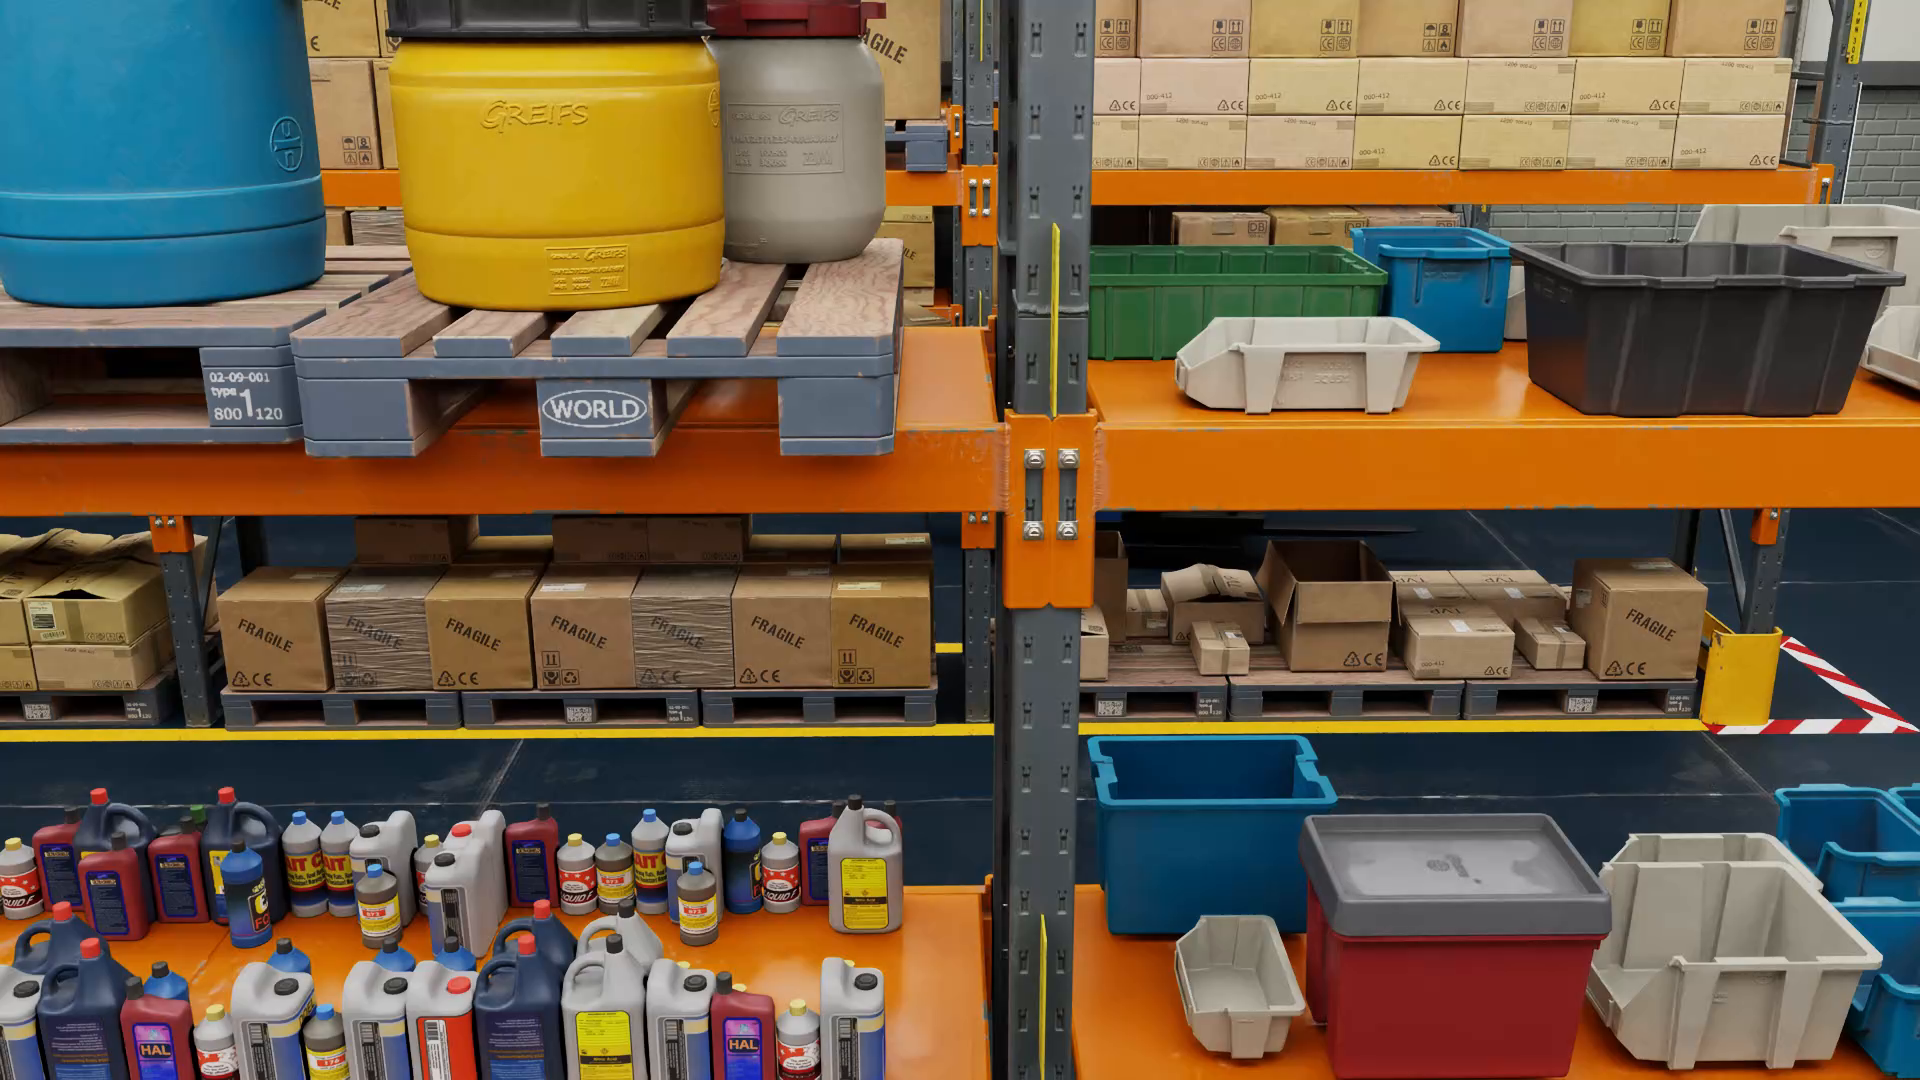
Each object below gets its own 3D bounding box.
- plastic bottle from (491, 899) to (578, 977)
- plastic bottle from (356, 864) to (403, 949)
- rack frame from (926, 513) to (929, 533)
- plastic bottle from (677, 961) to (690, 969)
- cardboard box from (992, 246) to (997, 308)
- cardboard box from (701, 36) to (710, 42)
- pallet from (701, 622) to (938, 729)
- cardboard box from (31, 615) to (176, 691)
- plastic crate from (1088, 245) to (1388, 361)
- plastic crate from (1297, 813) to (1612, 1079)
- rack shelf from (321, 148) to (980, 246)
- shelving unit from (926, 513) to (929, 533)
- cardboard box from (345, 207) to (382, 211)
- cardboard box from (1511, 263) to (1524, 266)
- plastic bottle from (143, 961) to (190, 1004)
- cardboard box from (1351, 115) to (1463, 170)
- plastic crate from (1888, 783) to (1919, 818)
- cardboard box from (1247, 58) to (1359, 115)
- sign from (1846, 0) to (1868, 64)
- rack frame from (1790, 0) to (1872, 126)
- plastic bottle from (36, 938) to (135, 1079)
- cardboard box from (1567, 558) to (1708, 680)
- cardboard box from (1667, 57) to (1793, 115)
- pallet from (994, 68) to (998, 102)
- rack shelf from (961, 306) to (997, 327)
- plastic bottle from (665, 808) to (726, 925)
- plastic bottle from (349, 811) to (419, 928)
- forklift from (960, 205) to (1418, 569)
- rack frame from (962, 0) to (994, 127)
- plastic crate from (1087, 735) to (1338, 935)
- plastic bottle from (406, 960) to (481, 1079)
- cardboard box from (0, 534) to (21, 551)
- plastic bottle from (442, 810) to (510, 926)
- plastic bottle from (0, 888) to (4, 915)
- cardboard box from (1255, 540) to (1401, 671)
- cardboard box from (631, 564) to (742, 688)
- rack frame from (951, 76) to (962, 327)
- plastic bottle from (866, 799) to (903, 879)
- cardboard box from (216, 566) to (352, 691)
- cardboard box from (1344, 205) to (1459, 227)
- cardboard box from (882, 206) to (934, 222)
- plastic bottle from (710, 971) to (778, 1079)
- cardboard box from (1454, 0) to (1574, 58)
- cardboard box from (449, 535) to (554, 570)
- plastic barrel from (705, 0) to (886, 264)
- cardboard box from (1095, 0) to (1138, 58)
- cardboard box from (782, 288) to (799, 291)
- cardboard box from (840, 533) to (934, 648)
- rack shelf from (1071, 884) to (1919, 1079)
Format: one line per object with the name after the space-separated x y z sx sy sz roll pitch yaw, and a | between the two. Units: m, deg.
-0.943 0.966 3.707 0.185 0.351 0.144 0 18 -1 | plastic bottle
-1.448 0.905 4.141 0.097 0.201 0.097 0 18 0 | plastic bottle
-0.228 -0.507 11.409 0.008 1.050 0.200 1 18 3 | rack frame
-0.616 1.040 3.720 0.097 0.201 0.097 0 18 0 | plastic bottle
0.545 -2.285 13.270 0.700 0.700 0.980 0 18 0 | cardboard box
-1.089 -2.365 8.085 0.600 0.600 0.600 0 18 -1 | cardboard box
-0.729 0.711 8.984 1.213 0.211 1.003 0 18 -1 | pallet
-4.438 0.574 8.662 0.500 0.250 0.500 0 18 0 | cardboard box
0.577 -0.541 3.759 0.662 0.188 0.450 0 18 -1 | plastic crate
1.055 0.894 3.646 0.583 0.464 0.402 0 18 -1 | plastic crate
-1.916 -1.708 8.228 4.000 0.370 1.077 0 18 -1 | rack shelf
-0.106 -0.505 11.403 0.252 1.050 0.215 1 18 3 | shelving unit
-4.663 -2.675 13.028 0.250 0.149 0.380 -3 18 -10 | cardboard box
2.619 -1.082 8.210 0.500 0.500 0.500 0 18 1 | cardboard box
-1.716 1.040 3.606 0.097 0.271 0.097 0 18 0 | plastic bottle
2.074 -1.922 7.964 0.500 0.250 0.500 0 18 -1 | cardboard box
2.589 0.820 4.257 0.300 0.233 0.416 0 18 -1 | plastic crate
1.574 -2.155 7.871 0.500 0.250 0.500 0 18 -1 | cardboard box
4.072 -2.331 7.545 0.005 0.325 0.100 0 18 -1 | sign
4.083 -3.508 7.750 0.127 3.000 1.000 0 18 -1 | rack frame
-1.857 1.014 3.556 0.185 0.351 0.144 0 18 -1 | plastic bottle
3.544 0.407 8.739 0.500 0.500 0.500 0 18 -1 | cardboard box
3.574 -2.166 7.905 0.500 0.250 0.500 0 18 -1 | cardboard box
0.820 -3.532 12.881 1.213 0.211 1.003 0 18 -1 | pallet
2.002 -1.812 13.463 4.000 0.370 1.077 0 18 -1 | rack shelf
-0.676 0.828 4.260 0.135 0.276 0.152 0 18 -1 | plastic bottle
-1.468 0.832 4.248 0.135 0.276 0.152 0 18 -1 | plastic bottle
1.539 -1.369 11.018 3.031 2.935 1.130 1 18 3 | forklift
0.084 -3.488 7.690 0.127 3.000 1.000 0 18 -1 | rack frame
0.620 0.754 4.215 0.575 0.384 0.392 0 18 -1 | plastic crate
-1.100 1.045 3.583 0.135 0.276 0.152 0 18 -1 | plastic bottle
-5.479 0.149 9.067 0.500 0.311 0.500 -1 18 -2 | cardboard box
-1.236 0.830 4.251 0.135 0.276 0.152 0 18 -1 | plastic bottle
-2.513 0.864 4.270 0.097 0.201 0.097 0 18 0 | plastic bottle
1.962 0.337 8.954 0.637 0.503 0.797 0 18 -1 | cardboard box
-1.401 0.441 8.634 0.500 0.500 0.500 0 18 0 | cardboard box
0.002 -2.145 13.323 0.127 3.000 1.000 0 18 -1 | rack frame
-0.215 0.808 4.309 0.133 0.283 0.061 0 18 -1 | plastic bottle
-3.456 0.453 8.596 0.500 0.500 0.500 0 18 1 | cardboard box
3.492 -2.301 13.320 0.700 0.700 0.980 1 18 2 | cardboard box
-0.461 -2.620 12.894 0.500 0.250 0.500 0 18 0 | cardboard box
-0.461 1.052 3.548 0.133 0.283 0.061 0 18 -1 | plastic bottle
2.570 -2.584 7.981 0.500 0.500 0.700 0 18 -1 | cardboard box
-2.467 0.290 9.106 0.500 0.500 0.500 -1 18 -3 | cardboard box
-0.372 -0.886 3.578 0.433 0.535 0.433 0 18 0 | plastic barrel
0.569 -2.598 8.024 0.500 0.500 0.700 0 18 -1 | cardboard box
-1.352 -1.951 13.096 0.250 0.149 0.380 0 18 -1 | cardboard box
-0.404 0.277 9.146 0.500 0.500 0.500 -1 18 -3 | cardboard box
2.158 1.214 4.030 4.000 0.370 1.077 0 18 -1 | rack shelf
